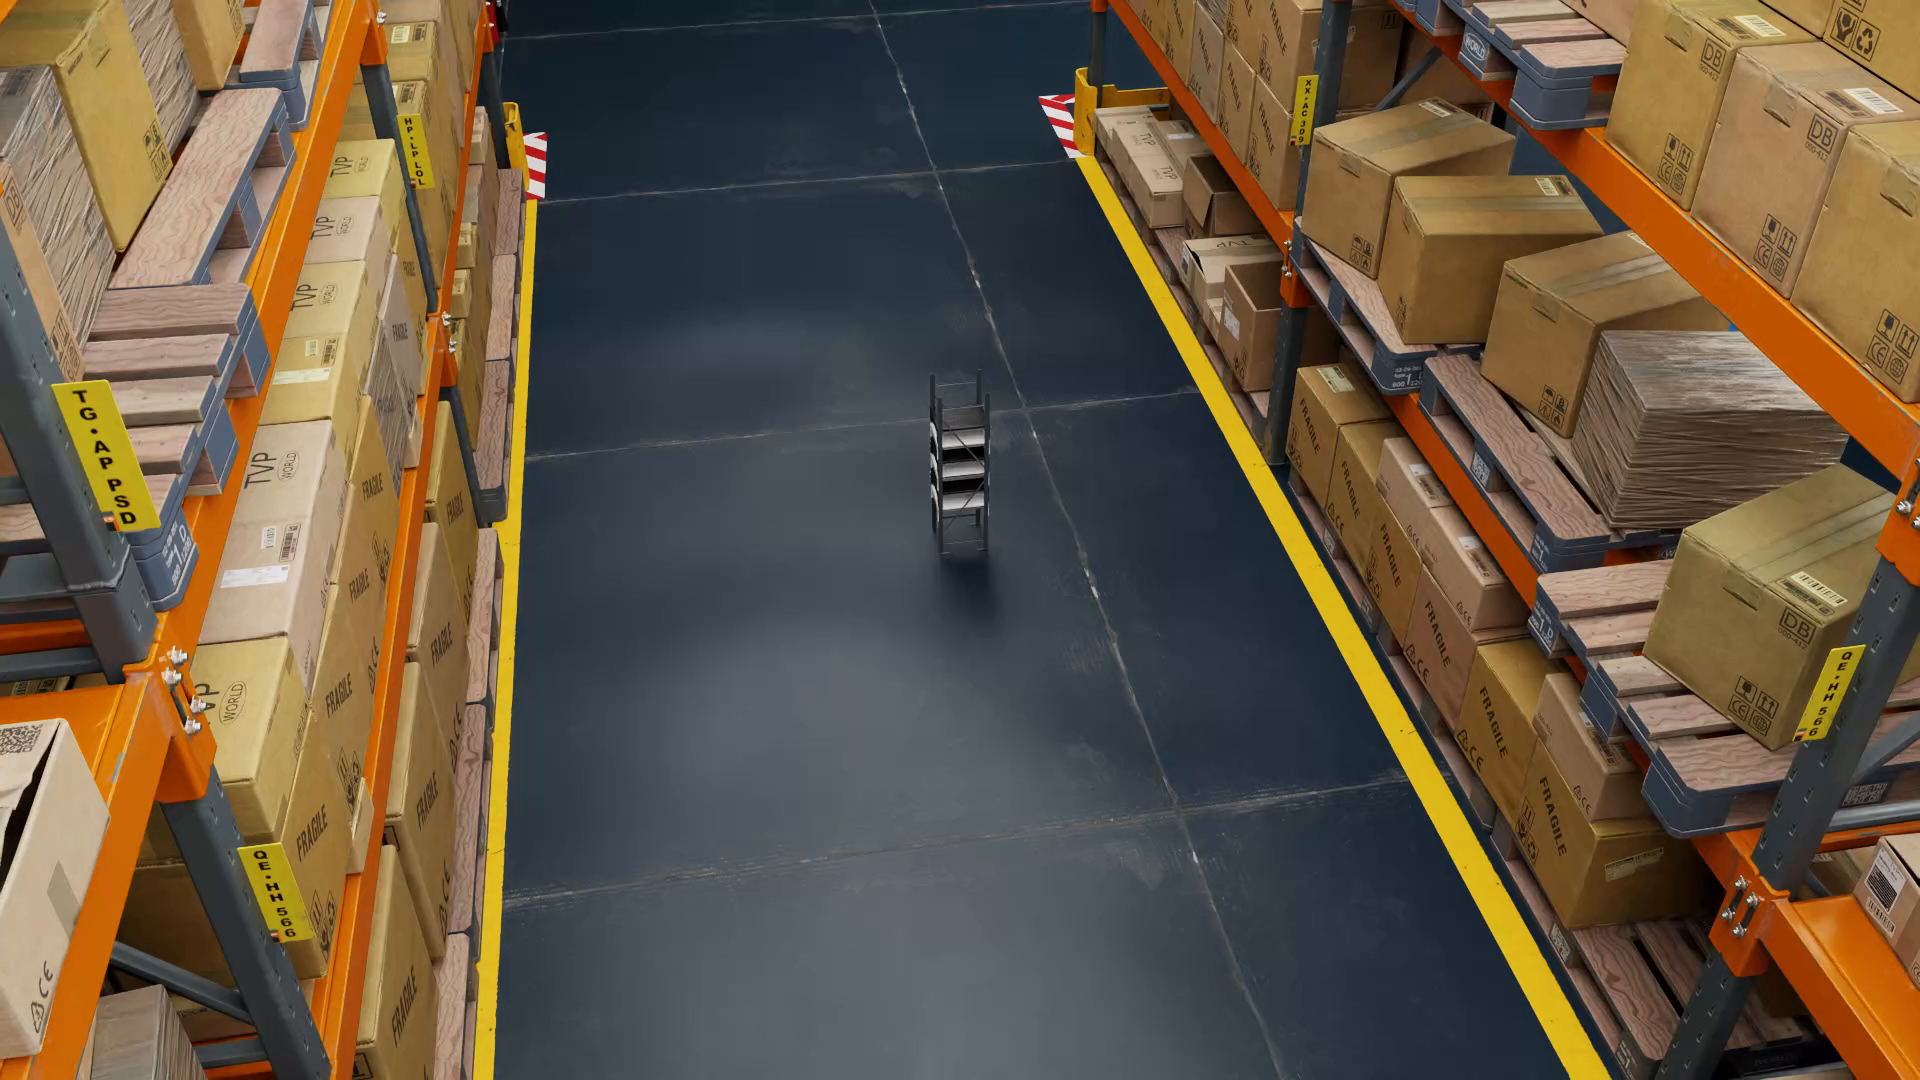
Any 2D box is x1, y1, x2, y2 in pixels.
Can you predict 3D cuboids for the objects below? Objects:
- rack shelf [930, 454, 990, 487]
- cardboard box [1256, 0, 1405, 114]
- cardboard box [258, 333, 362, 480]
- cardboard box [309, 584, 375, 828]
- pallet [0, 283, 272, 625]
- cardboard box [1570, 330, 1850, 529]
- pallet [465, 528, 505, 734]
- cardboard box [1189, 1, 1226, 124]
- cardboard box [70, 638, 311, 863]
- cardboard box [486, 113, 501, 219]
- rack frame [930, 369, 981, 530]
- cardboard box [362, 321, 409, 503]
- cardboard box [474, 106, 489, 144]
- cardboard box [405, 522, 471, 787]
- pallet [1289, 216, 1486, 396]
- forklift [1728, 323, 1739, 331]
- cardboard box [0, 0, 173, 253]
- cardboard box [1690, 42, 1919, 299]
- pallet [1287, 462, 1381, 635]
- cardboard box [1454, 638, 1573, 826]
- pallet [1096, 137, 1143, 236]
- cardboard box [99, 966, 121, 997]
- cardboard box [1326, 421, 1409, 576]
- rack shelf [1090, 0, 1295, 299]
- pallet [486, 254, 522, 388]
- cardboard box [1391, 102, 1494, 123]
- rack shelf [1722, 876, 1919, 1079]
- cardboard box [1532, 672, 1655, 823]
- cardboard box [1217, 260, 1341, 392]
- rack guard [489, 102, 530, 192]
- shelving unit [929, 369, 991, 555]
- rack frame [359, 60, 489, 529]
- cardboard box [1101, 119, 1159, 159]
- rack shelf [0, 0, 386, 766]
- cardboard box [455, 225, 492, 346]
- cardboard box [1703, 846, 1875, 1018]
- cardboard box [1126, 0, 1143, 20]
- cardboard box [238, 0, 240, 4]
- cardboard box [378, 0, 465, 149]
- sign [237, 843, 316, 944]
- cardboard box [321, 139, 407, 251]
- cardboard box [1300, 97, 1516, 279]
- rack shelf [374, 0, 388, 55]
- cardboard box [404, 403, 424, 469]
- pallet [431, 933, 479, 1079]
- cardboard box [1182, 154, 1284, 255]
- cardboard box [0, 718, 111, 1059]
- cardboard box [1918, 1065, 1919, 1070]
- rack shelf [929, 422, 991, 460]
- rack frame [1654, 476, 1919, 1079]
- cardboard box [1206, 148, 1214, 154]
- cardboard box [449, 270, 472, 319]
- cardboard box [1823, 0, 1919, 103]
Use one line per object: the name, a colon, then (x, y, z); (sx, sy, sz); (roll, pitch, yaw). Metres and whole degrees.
rack shelf: (-0.001, -0.334, 7.901); (0.258, 0.077, 0.200); (-6, 38, -8)
cardboard box: (1.741, -2.366, 7.854); (0.500, 0.500, 0.500); (-6, 38, -8)
cardboard box: (-2.198, -0.399, 5.268); (0.500, 0.250, 0.500); (-7, 38, -9)
cardboard box: (-2.006, 0.494, 4.729); (0.500, 0.500, 0.500); (-5, 38, -6)
pallet: (-2.255, -0.196, 3.666); (1.213, 0.211, 1.003); (-5, 38, -6)
cardboard box: (2.593, -0.384, 5.776); (0.700, 0.500, 0.500); (0, 38, 1)
pallet: (-2.582, 0.440, 7.411); (1.003, 0.211, 1.213); (-6, 38, -8)
cardboard box: (1.561, -2.589, 8.956); (0.500, 0.500, 0.500); (-5, 38, -7)
cardboard box: (-1.921, 0.517, 4.088); (0.500, 0.250, 0.500); (-5, 38, -7)
cardboard box: (-3.271, -2.301, 10.362); (0.700, 0.500, 0.500); (-6, 38, -8)
rack frame: (-0.019, -0.422, 7.959); (0.240, 0.900, 0.006); (-6, 38, -8)
cardboard box: (-2.283, -0.420, 5.906); (0.500, 0.500, 0.500); (-6, 38, -8)
cardboard box: (-3.069, -2.500, 10.089); (0.380, 0.149, 0.250); (-7, 38, -8)
cardboard box: (-2.391, 0.480, 6.498); (0.750, 0.750, 0.750); (-5, 38, -7)
pallet: (2.118, -1.084, 7.256); (1.003, 0.211, 1.213); (-6, 38, -8)
forklift: (5.141, -1.997, 8.331); (3.031, 2.935, 1.130); (16, 41, 19)
cardboard box: (-2.460, -1.037, 4.155); (0.700, 0.500, 0.500); (-4, 38, -6)
cardboard box: (2.587, -1.030, 4.504); (0.910, 0.500, 0.500); (-6, 38, -8)
pallet: (2.265, -0.065, 8.062); (1.003, 0.211, 1.213); (-6, 38, -8)
cardboard box: (2.301, 0.723, 6.453); (0.500, 0.500, 0.500); (-8, 38, -10)
pallet: (1.538, -2.441, 11.120); (1.003, 0.211, 1.213); (-6, 38, -8)
cardboard box: (-2.432, 0.875, 4.238); (0.500, 0.500, 0.500); (-6, 38, -8)
cardboard box: (2.034, -0.201, 7.643); (0.500, 0.500, 0.500); (-6, 38, -7)
rack shelf: (1.734, -2.578, 9.609); (1.077, 0.370, 4.000); (-6, 38, -8)
pallet: (-3.065, -1.224, 9.553); (1.003, 0.211, 1.213); (-6, 38, -8)
cardboard box: (2.264, -2.030, 8.237); (0.500, 0.500, 0.500); (-5, 38, -7)
rack shelf: (3.137, 2.254, 3.390); (1.077, 0.370, 4.000); (-6, 38, -8)
cardboard box: (2.377, 0.706, 5.864); (0.500, 0.250, 0.500); (-5, 38, -6)
cardboard box: (1.706, -1.154, 8.869); (0.500, 0.500, 0.500); (-6, 38, -8)
rack guard: (-3.497, -2.562, 11.040); (1.175, 0.500, 0.348); (-6, 38, -8)
shelving unit: (-0.001, -0.360, 7.880); (0.258, 0.900, 0.210); (-6, 38, -8)
rack frame: (-2.791, -1.119, 7.145); (1.000, 3.000, 0.127); (-6, 38, -8)
cardboard box: (1.163, -2.684, 11.110); (0.380, 0.166, 0.250); (-6, 38, -8)
rack shelf: (-2.441, -0.811, 4.890); (1.077, 0.370, 4.000); (-6, 38, -8)
cardboard box: (-2.994, -1.374, 9.169); (0.700, 0.500, 0.500); (-5, 38, -7)
cardboard box: (2.988, 1.270, 5.749); (0.500, 0.500, 0.500); (-5, 38, -6)
cardboard box: (1.298, -3.502, 10.131); (0.500, 0.500, 0.500); (-7, 38, -8)
cardboard box: (-2.745, -1.973, 5.360); (0.700, 0.500, 0.500); (-8, 39, -10)
cardboard box: (-3.130, -2.446, 8.610); (0.980, 0.700, 0.700); (-8, 39, -10)
sign: (-1.557, 0.807, 3.787); (0.100, 0.325, 0.005); (-6, 38, -8)
cardboard box: (-2.458, -1.325, 6.459); (0.500, 0.250, 0.500); (-5, 38, -7)
cardboard box: (1.948, -1.549, 7.275); (0.700, 0.500, 0.500); (-19, 42, -23)
rack shelf: (-3.142, -3.227, 8.000); (1.077, 0.370, 4.000); (-6, 38, -8)
cardboard box: (-2.281, -0.389, 6.394); (0.380, 0.149, 0.250); (-6, 38, -8)
pallet: (-2.154, 1.914, 5.514); (1.003, 0.211, 1.213); (-6, 38, -8)
cardboard box: (1.751, -1.976, 9.925); (0.797, 0.503, 0.637); (-6, 38, -8)
cardboard box: (-1.698, 0.546, 2.614); (0.500, 0.311, 0.500); (-6, 38, -8)
cardboard box: (2.752, 1.358, 4.029); (0.500, 0.311, 0.500); (-7, 38, -8)
rack shelf: (-0.001, -0.476, 7.790); (0.258, 0.077, 0.200); (-6, 38, -8)
rack frame: (2.786, 0.762, 4.724); (1.000, 3.000, 0.127); (-6, 38, -8)
cardboard box: (1.859, -2.279, 10.521); (0.500, 0.250, 0.500); (-6, 38, -8)
cardboard box: (-2.702, -1.243, 8.471); (0.380, 0.149, 0.250); (-5, 38, -6)
cardboard box: (2.627, -1.429, 4.203); (0.500, 0.500, 0.500); (-6, 38, -8)
